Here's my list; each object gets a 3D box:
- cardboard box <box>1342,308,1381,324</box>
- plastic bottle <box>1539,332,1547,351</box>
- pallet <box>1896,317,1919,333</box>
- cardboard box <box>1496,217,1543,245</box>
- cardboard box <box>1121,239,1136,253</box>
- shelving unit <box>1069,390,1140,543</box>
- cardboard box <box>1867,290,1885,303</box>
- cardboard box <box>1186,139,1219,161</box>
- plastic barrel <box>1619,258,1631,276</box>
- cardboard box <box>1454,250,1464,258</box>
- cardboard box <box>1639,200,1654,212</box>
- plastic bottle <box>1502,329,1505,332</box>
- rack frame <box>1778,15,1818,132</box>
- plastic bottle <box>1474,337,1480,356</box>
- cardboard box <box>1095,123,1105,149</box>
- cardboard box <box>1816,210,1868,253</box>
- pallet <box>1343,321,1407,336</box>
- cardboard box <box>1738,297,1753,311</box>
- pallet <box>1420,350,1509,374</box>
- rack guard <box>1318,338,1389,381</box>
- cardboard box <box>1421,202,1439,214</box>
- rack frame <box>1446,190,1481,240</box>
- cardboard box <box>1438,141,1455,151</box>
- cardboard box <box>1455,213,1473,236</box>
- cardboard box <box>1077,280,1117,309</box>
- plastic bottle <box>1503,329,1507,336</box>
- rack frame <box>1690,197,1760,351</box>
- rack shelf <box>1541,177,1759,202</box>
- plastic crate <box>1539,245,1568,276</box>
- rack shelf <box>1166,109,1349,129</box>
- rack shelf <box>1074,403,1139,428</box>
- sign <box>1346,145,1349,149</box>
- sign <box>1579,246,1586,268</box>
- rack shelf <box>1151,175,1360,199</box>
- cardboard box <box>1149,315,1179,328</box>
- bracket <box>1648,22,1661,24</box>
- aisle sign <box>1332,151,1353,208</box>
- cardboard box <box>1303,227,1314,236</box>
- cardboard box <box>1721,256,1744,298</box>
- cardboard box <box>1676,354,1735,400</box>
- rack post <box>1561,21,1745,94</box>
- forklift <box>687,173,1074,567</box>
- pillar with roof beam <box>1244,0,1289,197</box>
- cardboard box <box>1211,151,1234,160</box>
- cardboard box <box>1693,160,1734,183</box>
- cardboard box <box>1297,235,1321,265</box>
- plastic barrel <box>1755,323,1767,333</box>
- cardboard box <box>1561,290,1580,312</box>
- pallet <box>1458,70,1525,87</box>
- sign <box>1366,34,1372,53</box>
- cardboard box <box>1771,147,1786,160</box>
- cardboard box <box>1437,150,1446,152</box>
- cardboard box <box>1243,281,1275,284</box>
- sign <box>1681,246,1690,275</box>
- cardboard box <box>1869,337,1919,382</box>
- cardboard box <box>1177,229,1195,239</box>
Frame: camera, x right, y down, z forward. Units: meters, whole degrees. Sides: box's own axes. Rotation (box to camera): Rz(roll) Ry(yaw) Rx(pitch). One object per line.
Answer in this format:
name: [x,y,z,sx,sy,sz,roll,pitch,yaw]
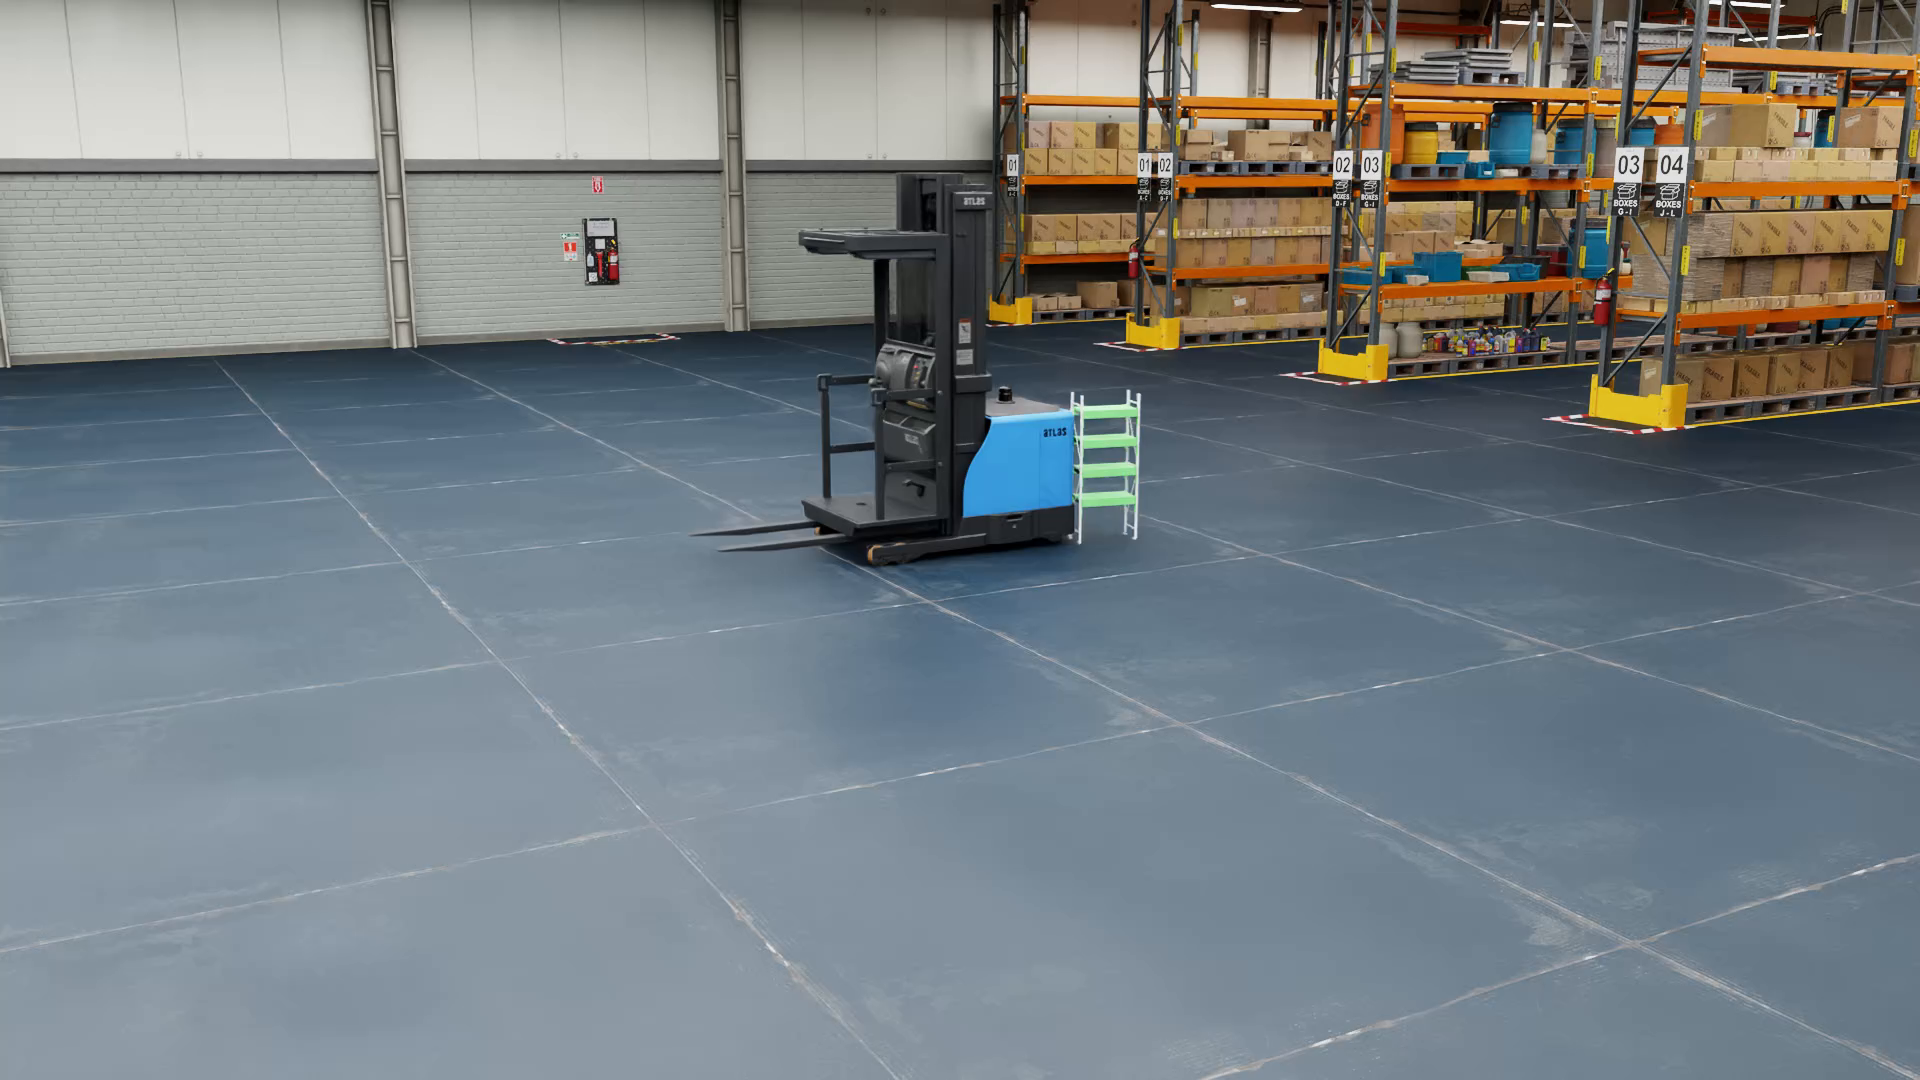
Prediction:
cardboard box: [7.286,-4.075,30.192,0.500,0.250,0.500,-7,15,-29]
plastic bottle: [8.919,-3.038,25.459,0.133,0.283,0.061,-6,14,-25]
pallet: [17.904,-3.958,30.713,1.213,0.211,1.003,-7,14,-28]
cardboard box: [10.823,-5.980,32.164,0.700,0.500,0.500,11,17,41]
cardboard box: [3.290,-5.893,33.259,0.500,0.250,0.500,-7,14,-28]
shelving unit: [1.176,-0.602,13.550,0.503,1.200,0.258,-4,13,-16]
cardboard box: [11.508,-3.106,21.151,0.250,0.149,0.380,-7,14,-28]
cardboard box: [4.954,-7.931,34.001,0.500,0.500,0.500,-5,13,-20]
plastic barrel: [10.418,-4.304,26.219,0.301,0.262,0.301,0,13,0]
cardboard box: [9.231,-5.370,31.213,0.250,0.149,0.380,-6,14,-24]
cardboard box: [14.155,-6.699,34.037,0.500,0.500,0.500,-7,14,-28]
plastic bottle: [8.423,-3.160,26.019,0.135,0.276,0.152,-6,14,-26]
rack frame: [17.346,-9.406,34.911,0.127,3.000,1.000,-7,14,-28]
plastic bottle: [7.714,-2.892,24.839,0.097,0.271,0.097,0,13,0]
cardboard box: [2.540,-8.015,33.008,0.500,0.500,0.500,-7,14,-28]
cardboard box: [10.855,-3.836,20.641,0.500,0.500,0.500,-7,14,-28]
pallet: [7.441,-3.942,30.644,1.213,0.211,1.003,-7,14,-28]
cardboard box: [9.297,-2.850,20.012,0.250,0.149,0.380,-7,14,-28]
pallet: [7.501,-2.710,25.170,1.213,0.211,1.003,-7,14,-28]
rack guard: [5.716,-2.639,24.197,0.348,0.500,1.175,-7,14,-28]
cardboard box: [10.269,-7.379,36.905,0.500,0.250,0.500,-7,14,-27]
rack frame: [11.458,-7.013,37.940,0.127,3.000,1.000,-7,14,-28]
cardboard box: [10.633,-8.669,37.234,0.500,0.500,0.700,-8,15,-31]
cardboard box: [11.174,-7.120,37.462,0.500,0.500,0.500,-7,15,-29]
cardboard box: [2.744,-4.929,33.369,0.500,0.500,0.700,-8,15,-31]
plastic bottle: [8.474,-3.143,25.927,0.133,0.283,0.061,-7,14,-28]
rack frame: [12.694,-4.683,27.586,0.127,3.000,1.000,-7,14,-28]
rack shelf: [10.938,-5.585,26.401,4.000,0.370,1.077,-7,14,-28]
plastic crate: [9.461,-4.403,26.198,0.583,0.464,0.402,-7,14,-28]
rack shelf: [6.192,-8.763,34.599,4.000,0.370,1.077,-7,14,-28]
rack shelf: [1.176,-1.008,13.459,0.480,0.148,0.258,-4,13,-16]
sign: [8.205,-8.203,35.218,0.005,0.325,0.100,-7,14,-28]
sign: [9.437,-4.290,25.210,0.005,0.325,0.100,-7,14,-28]
rack shelf: [5.057,-6.119,28.775,4.000,0.370,1.077,-7,14,-28]
cardboard box: [3.631,-3.773,28.850,0.500,0.250,0.500,-7,14,-28]
bracket: [16.730,-12.455,40.261,0.430,0.232,0.235,-7,14,-28]
aisle sign: [5.467,-5.159,23.782,0.004,0.787,0.394,-7,14,-28]
cardboard box: [6.000,-5.431,29.205,0.250,0.149,0.380,-7,14,-28]
cardboard box: [8.923,-3.209,20.132,0.500,0.500,0.875,-7,14,-28]
cardboard box: [9.110,-2.004,20.420,0.500,0.500,0.500,-3,13,-13]
rack post: [10.870,-7.510,26.030,3.121,1.000,1.013,-7,14,-28]
forklift: [-0.613,-1.356,12.957,3.031,2.935,1.130,-7,14,-28]
pillar with roof beam: [8.454,-8.719,31.858,0.548,9.000,9.100,-7,14,-28]
cardboard box: [4.419,-6.500,28.126,0.250,0.149,0.380,-7,14,-28]
cardboard box: [8.592,-4.278,19.296,0.500,0.250,0.500,-6,14,-26]
cardboard box: [5.967,-5.161,29.484,0.500,0.500,0.700,-7,14,-28]
plastic barrel: [13.568,-3.806,28.397,0.421,0.512,0.421,0,13,0]
cardboard box: [11.760,-4.734,32.504,0.500,0.500,0.500,-7,14,-29]
pallet: [7.401,-6.681,24.139,1.213,0.211,1.003,-7,14,-28]
sign: [7.057,-8.567,28.695,0.005,0.325,0.100,-7,14,-28]
cardboard box: [9.556,-4.586,19.758,0.250,0.149,0.380,-8,15,-30]
cardboard box: [8.520,-7.002,30.442,0.500,0.250,0.500,-8,15,-33]
cardboard box: [5.378,-4.353,29.717,0.500,0.500,0.500,-7,14,-28]
sign: [8.305,-3.205,19.046,0.005,0.325,0.100,-7,14,-28]
cardboard box: [12.533,-2.410,22.177,0.500,0.500,0.700,-7,14,-28]
cardboard box: [3.750,-5.161,28.007,0.250,0.149,0.380,-7,14,-28]
